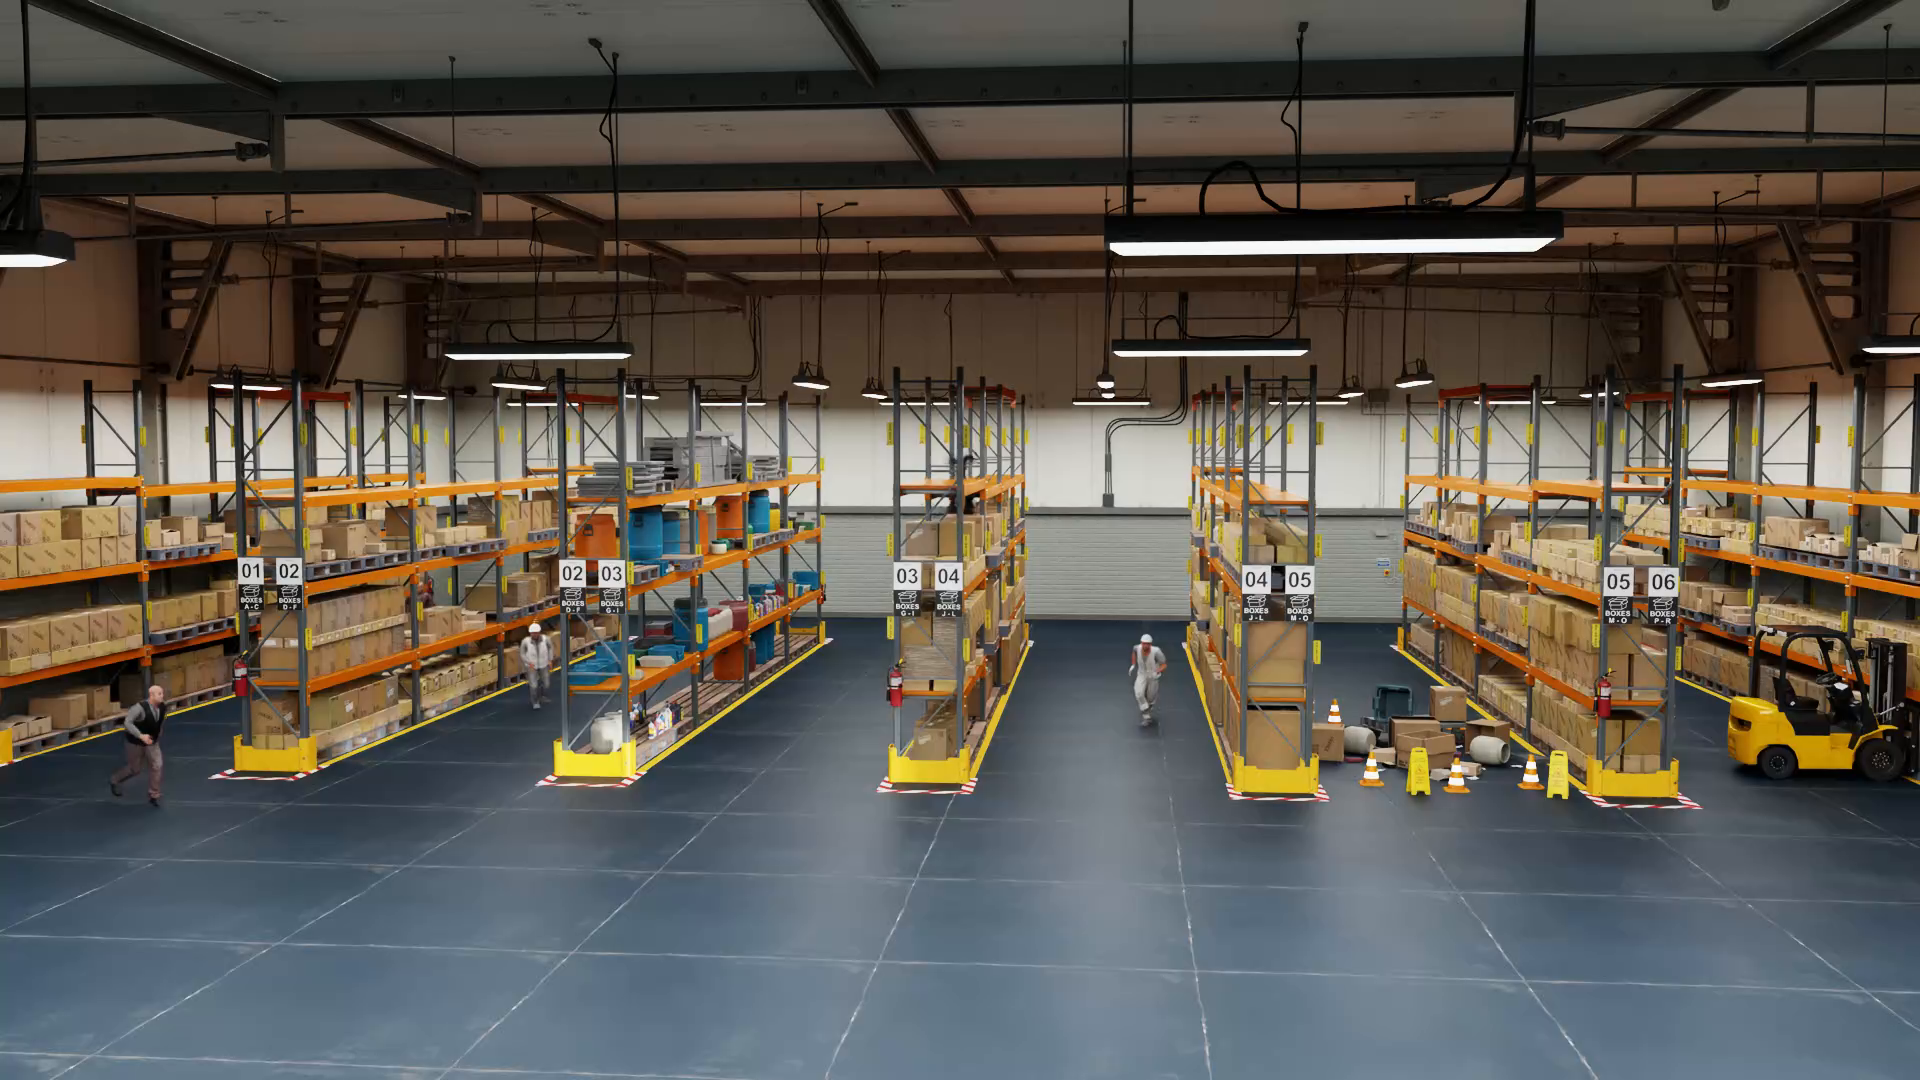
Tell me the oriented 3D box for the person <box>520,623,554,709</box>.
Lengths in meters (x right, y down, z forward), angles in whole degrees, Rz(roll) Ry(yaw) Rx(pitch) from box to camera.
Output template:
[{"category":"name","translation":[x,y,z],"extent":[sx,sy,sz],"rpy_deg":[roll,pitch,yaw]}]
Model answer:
[{"category":"person","translation":[-7.757,2.296,30.463],"extent":[0.626,1.625,0.892],"rpy_deg":[-2,4,-26]}]

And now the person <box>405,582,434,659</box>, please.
[{"category":"person","translation":[-12.037,1.823,36.978],"extent":[0.699,1.791,0.764],"rpy_deg":[0,4,-7]}]

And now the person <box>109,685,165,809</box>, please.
[{"category":"person","translation":[-11.179,2.791,22.611],"extent":[0.999,1.683,0.686],"rpy_deg":[1,4,20]}]

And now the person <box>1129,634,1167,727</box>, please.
[{"category":"person","translation":[3.297,2.390,28.994],"extent":[0.688,1.602,1.132],"rpy_deg":[1,4,16]}]
